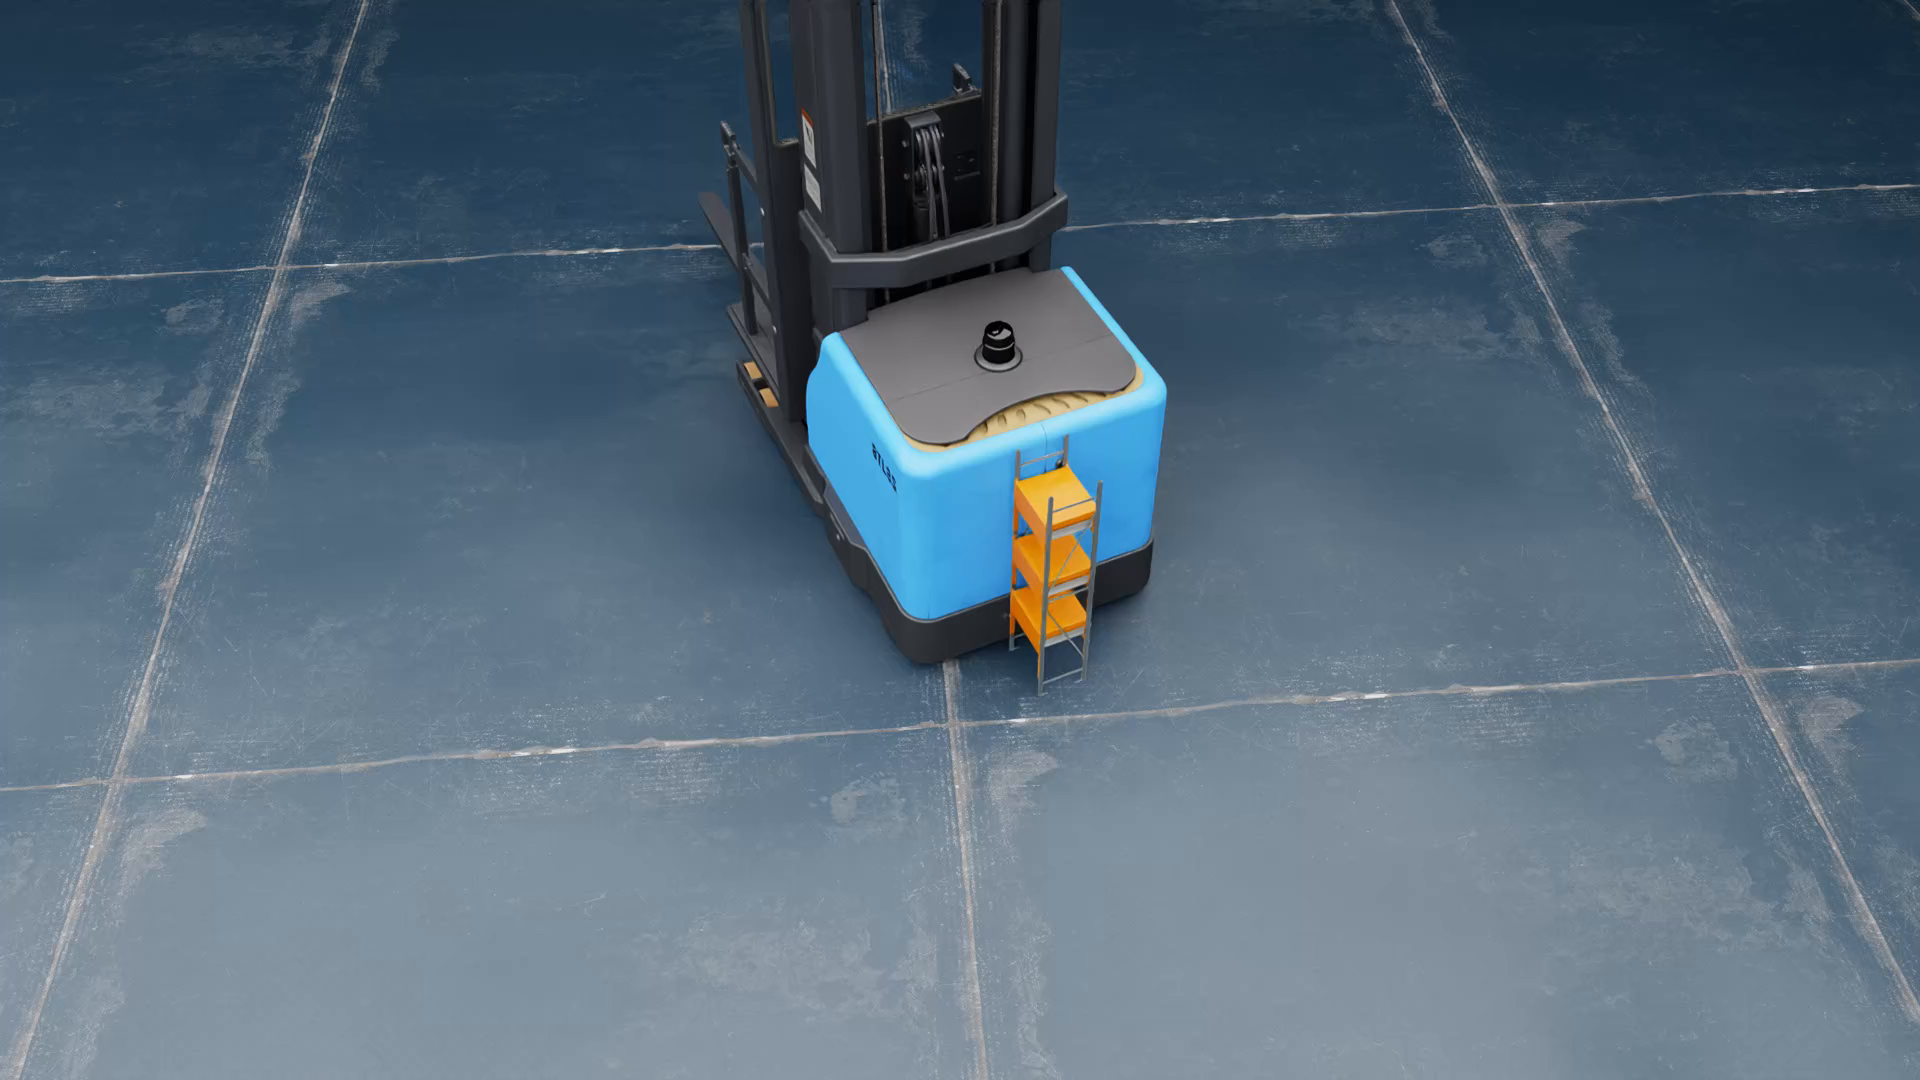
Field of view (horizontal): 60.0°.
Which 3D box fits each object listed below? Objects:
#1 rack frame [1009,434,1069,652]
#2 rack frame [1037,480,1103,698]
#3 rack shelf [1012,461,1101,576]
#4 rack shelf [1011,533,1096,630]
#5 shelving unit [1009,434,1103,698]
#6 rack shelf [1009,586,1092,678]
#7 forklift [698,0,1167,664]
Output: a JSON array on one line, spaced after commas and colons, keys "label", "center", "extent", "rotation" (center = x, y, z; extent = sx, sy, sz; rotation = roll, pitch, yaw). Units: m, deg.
[{"label": "rack frame", "center": [0.279, 0.033, 5.996], "extent": [0.200, 1.050, 0.008], "rotation": [-18, 49, -17]}, {"label": "rack frame", "center": [0.381, 0.194, 5.843], "extent": [0.200, 1.050, 0.008], "rotation": [-18, 49, -17]}, {"label": "rack shelf", "center": [0.330, -0.074, 5.721], "extent": [0.215, 0.259, 0.240], "rotation": [-18, 49, -17]}, {"label": "rack shelf", "center": [0.330, 0.121, 5.927], "extent": [0.215, 0.259, 0.240], "rotation": [-18, 49, -17]}, {"label": "shelving unit", "center": [0.330, 0.113, 5.919], "extent": [0.215, 1.050, 0.252], "rotation": [-18, 49, -17]}, {"label": "rack shelf", "center": [0.330, 0.312, 6.129], "extent": [0.215, 0.259, 0.240], "rotation": [-18, 49, -17]}, {"label": "forklift", "center": [-0.330, -1.628, 6.273], "extent": [1.130, 2.935, 3.031], "rotation": [-18, 49, -17]}]
